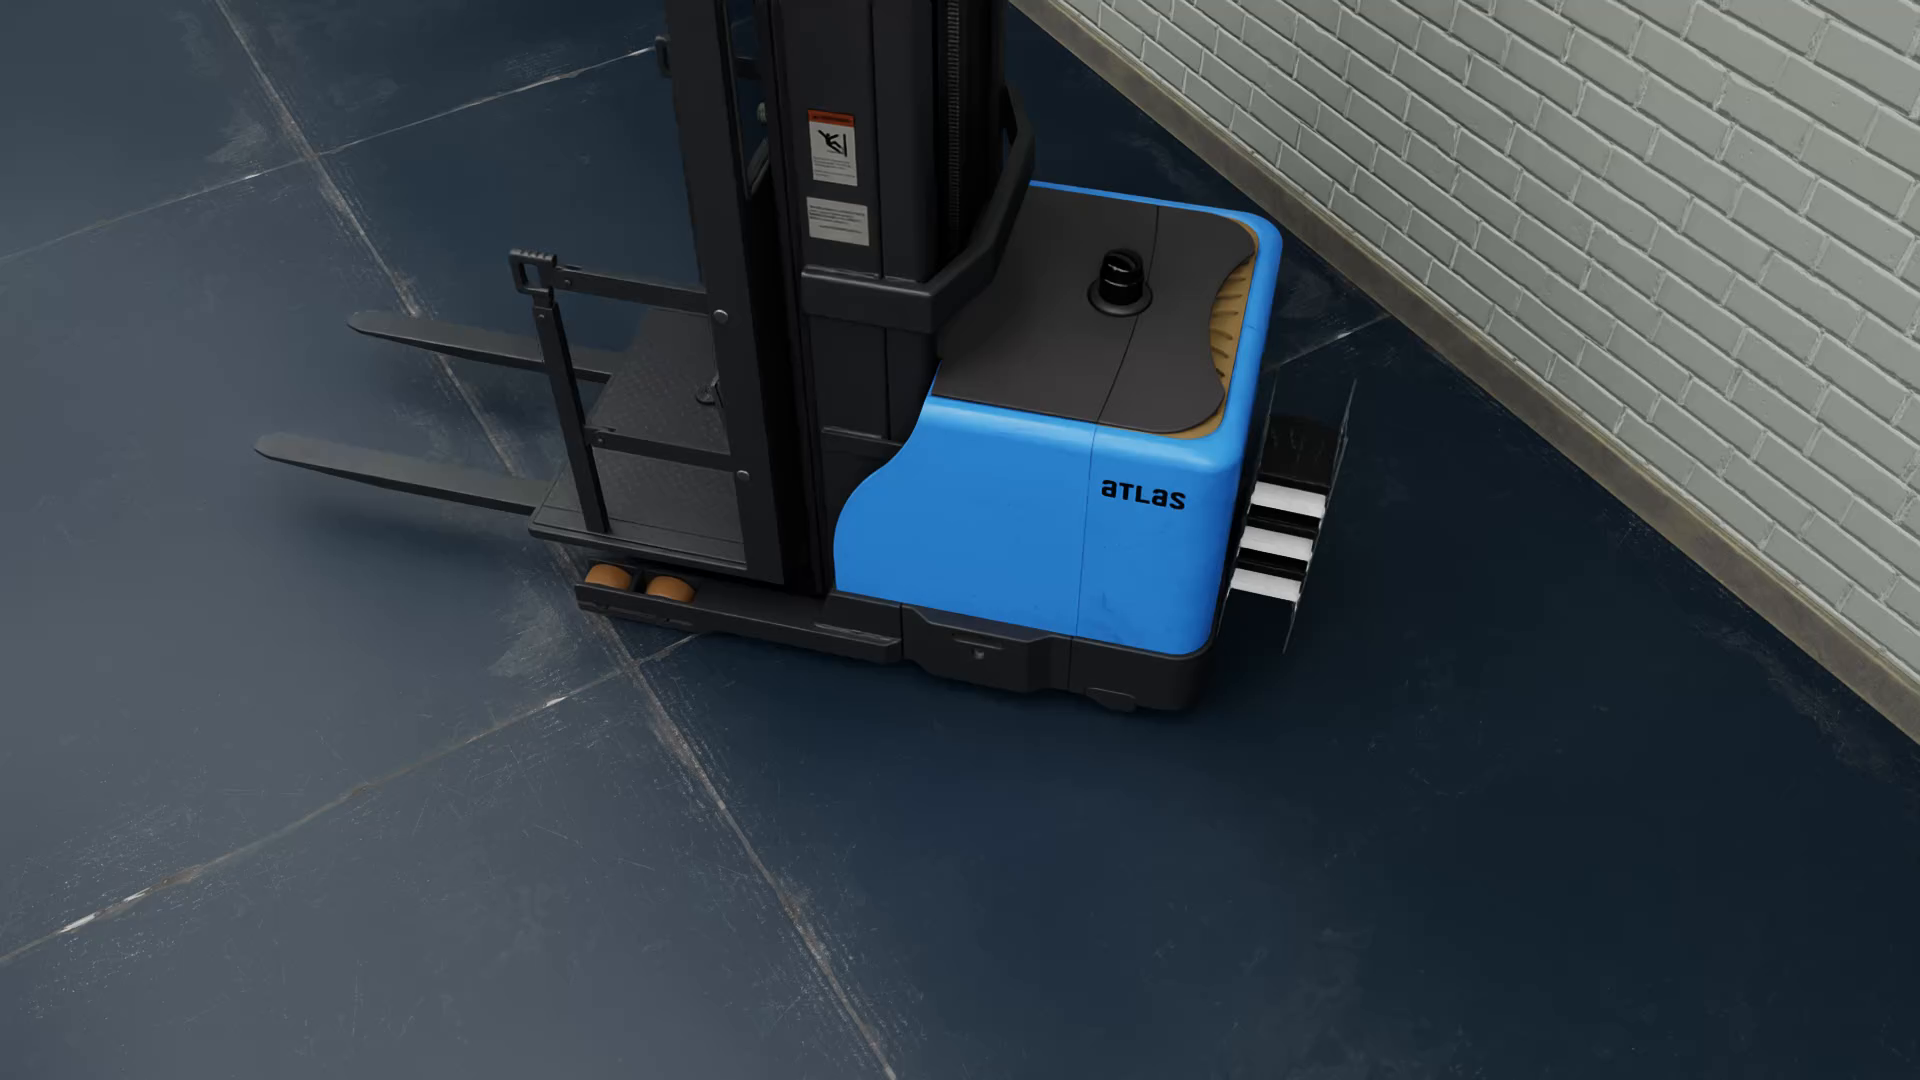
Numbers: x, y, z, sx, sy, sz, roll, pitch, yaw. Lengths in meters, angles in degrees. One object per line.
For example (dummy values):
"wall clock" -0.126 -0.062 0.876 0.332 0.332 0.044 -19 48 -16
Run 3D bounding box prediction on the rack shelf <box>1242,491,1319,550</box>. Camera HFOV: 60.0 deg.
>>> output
"rack shelf" 0.913 -0.107 4.662 0.200 0.077 0.258 12 49 8

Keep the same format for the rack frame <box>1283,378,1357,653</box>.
"rack frame" 1.009 -0.048 4.690 0.006 0.900 0.240 12 49 8

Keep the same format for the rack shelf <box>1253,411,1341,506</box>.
"rack shelf" 0.919 -0.225 4.526 0.200 0.077 0.258 12 49 8

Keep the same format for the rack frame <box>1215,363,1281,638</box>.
"rack frame" 0.813 -0.091 4.719 0.006 0.900 0.240 12 49 8

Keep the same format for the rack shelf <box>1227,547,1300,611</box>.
"rack shelf" 0.904 0.071 4.865 0.200 0.077 0.258 12 49 8

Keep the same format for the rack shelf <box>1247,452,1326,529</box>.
"rack shelf" 0.916 -0.166 4.594 0.200 0.077 0.258 12 49 8

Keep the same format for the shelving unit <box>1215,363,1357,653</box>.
"shelving unit" 0.911 -0.069 4.704 0.210 0.900 0.258 12 49 8

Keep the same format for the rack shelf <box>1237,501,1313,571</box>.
"rack shelf" 0.910 -0.047 4.729 0.200 0.077 0.258 12 49 8

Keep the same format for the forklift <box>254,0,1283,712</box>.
"forklift" -0.665 -1.079 4.248 3.031 2.935 1.130 11 49 9

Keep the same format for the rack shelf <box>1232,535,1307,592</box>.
"rack shelf" 0.907 0.012 4.797 0.200 0.077 0.258 12 49 8
